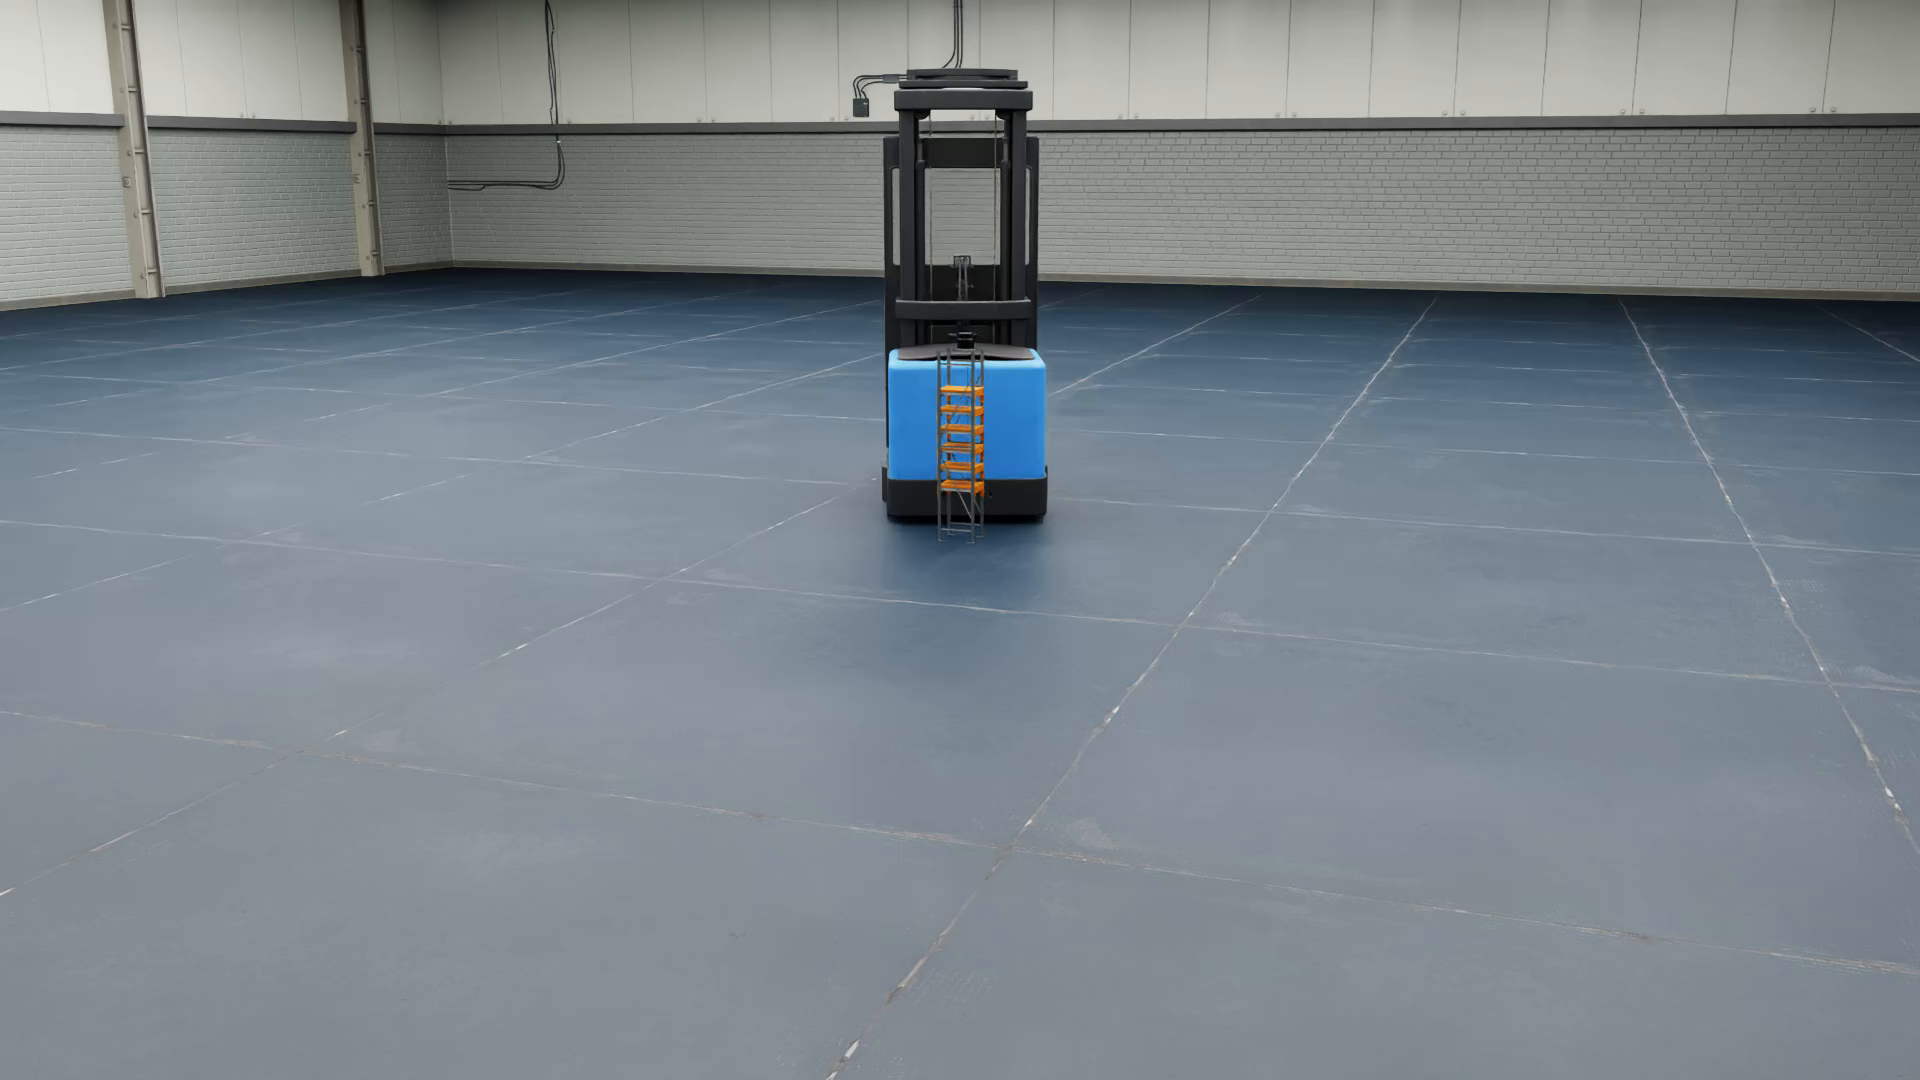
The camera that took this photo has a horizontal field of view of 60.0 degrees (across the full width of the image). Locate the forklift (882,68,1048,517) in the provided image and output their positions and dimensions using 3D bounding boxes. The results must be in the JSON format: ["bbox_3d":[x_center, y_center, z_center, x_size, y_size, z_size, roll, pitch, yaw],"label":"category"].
[{"bbox_3d":[-0.002,-1.855,12.028,1.130,2.935,3.031,0,13,-2],"label":"forklift"}]

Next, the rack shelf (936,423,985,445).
[{"bbox_3d":[0.005,-0.662,10.351,0.258,0.103,0.180,4,14,18],"label":"rack shelf"}]

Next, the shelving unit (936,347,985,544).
[{"bbox_3d":[0.005,-0.588,10.368,0.258,1.200,0.189,4,14,18],"label":"shelving unit"}]

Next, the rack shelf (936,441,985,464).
[{"bbox_3d":[0.005,-0.545,10.378,0.258,0.103,0.180,4,14,18],"label":"rack shelf"}]

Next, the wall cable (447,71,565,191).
[{"bbox_3d":[-10.031,-8.911,36.286,3.097,2.526,0.112,4,14,18],"label":"wall cable"}]

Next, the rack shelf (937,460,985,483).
[{"bbox_3d":[0.005,-0.428,10.404,0.258,0.103,0.180,4,14,18],"label":"rack shelf"}]

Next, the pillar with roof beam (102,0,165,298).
[{"bbox_3d":[-10.103,-8.327,26.747,9.100,9.000,0.400,4,14,18],"label":"pillar with roof beam"}]

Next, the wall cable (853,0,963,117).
[{"bbox_3d":[-1.053,-11.396,32.553,2.305,6.003,0.169,4,14,18],"label":"wall cable"}]

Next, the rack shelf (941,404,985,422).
[{"bbox_3d":[0.005,-0.779,10.324,0.258,0.103,0.180,4,14,18],"label":"rack shelf"}]

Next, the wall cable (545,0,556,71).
[{"bbox_3d":[-7.471,-11.179,34.871,3.097,2.526,0.112,4,14,18],"label":"wall cable"}]

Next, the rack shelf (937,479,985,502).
[{"bbox_3d":[0.005,-0.311,10.431,0.258,0.103,0.180,4,14,18],"label":"rack shelf"}]

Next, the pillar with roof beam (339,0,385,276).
[{"bbox_3d":[-8.162,-9.590,32.282,9.100,9.000,0.400,4,14,18],"label":"pillar with roof beam"}]

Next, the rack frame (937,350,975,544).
[{"bbox_3d":[-0.025,-0.569,10.283,0.240,1.200,0.006,4,14,18],"label":"rack frame"}]

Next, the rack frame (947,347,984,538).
[{"bbox_3d":[0.034,-0.607,10.452,0.240,1.200,0.006,4,14,18],"label":"rack frame"}]

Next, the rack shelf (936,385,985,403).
[{"bbox_3d":[0.005,-0.896,10.298,0.258,0.103,0.180,4,14,18],"label":"rack shelf"}]
